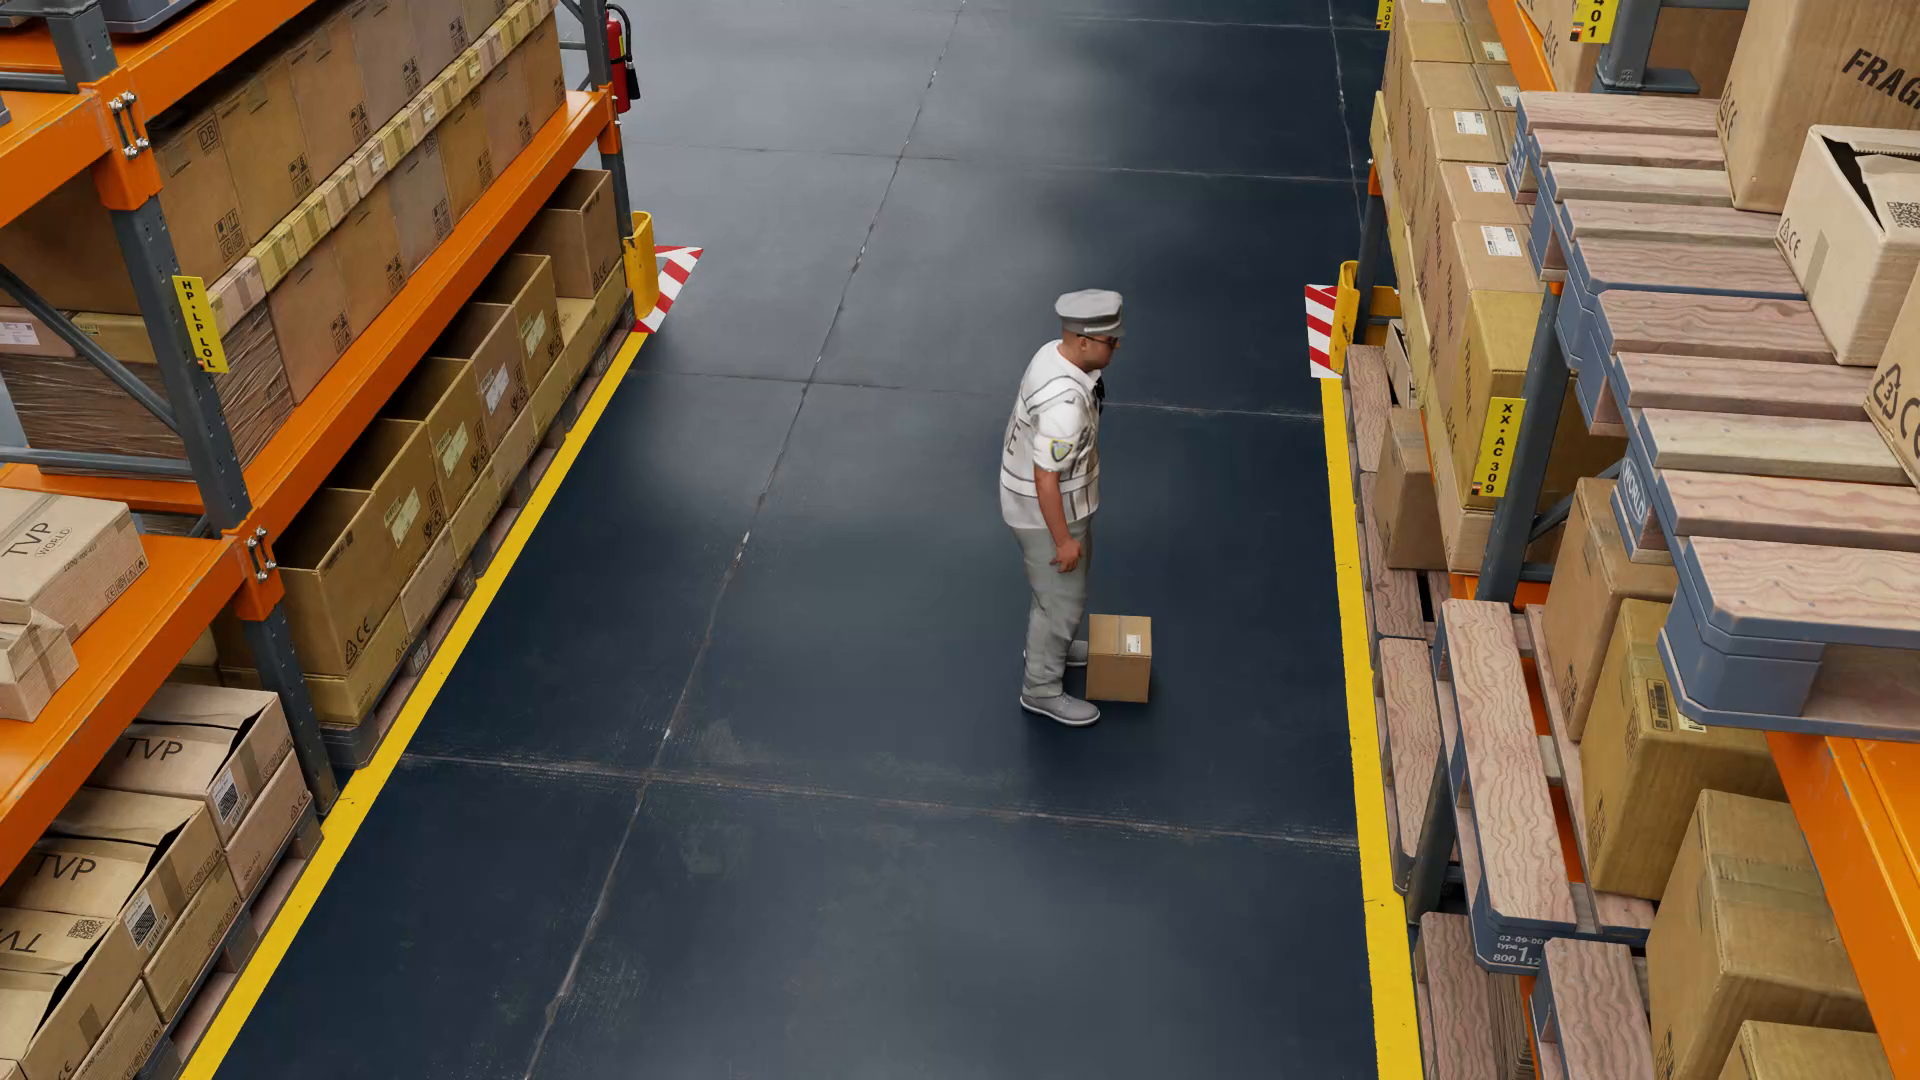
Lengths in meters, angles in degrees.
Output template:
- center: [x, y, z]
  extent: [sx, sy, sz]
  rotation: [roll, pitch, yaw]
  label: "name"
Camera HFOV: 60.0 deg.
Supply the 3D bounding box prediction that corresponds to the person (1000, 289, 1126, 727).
- center: [0.371, -0.140, 6.334]
  extent: [0.432, 1.748, 0.585]
  rotation: [4, 36, 6]
  label: "person"
